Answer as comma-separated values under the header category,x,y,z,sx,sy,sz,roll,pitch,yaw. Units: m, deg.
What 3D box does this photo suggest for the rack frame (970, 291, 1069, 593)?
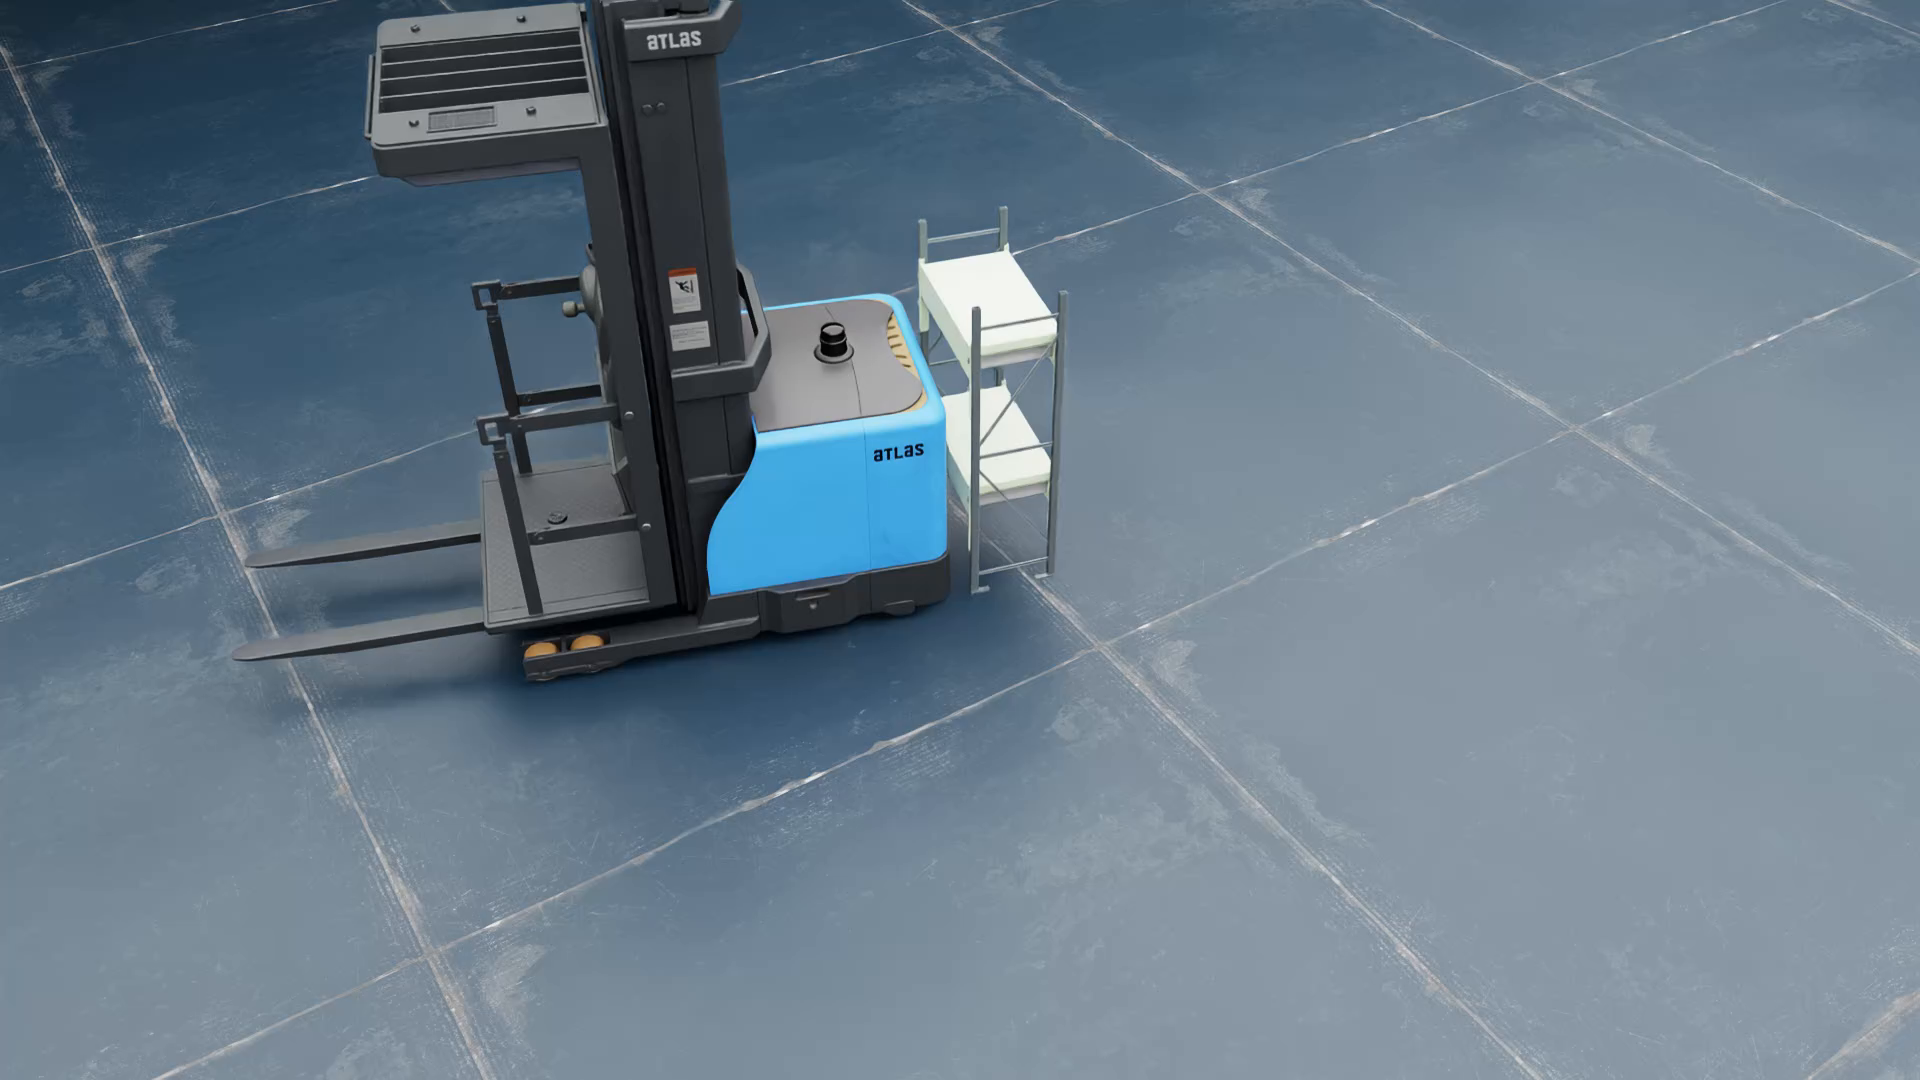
category,x,y,z,sx,sy,sz,roll,pitch,yaw
rack frame,0.240,-0.380,7.095,0.400,1.500,0.023,-11,41,-13

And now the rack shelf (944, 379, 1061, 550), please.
category,x,y,z,sx,sy,sz,roll,pitch,yaw
rack shelf,0.135,-0.354,7.573,0.431,0.370,0.720,-11,41,-13

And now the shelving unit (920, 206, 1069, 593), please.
category,x,y,z,sx,sy,sz,roll,pitch,yaw
shelving unit,0.135,-0.604,7.364,0.431,1.500,0.755,-11,41,-13

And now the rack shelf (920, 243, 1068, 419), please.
category,x,y,z,sx,sy,sz,roll,pitch,yaw
rack shelf,0.135,-0.904,7.114,0.431,0.370,0.720,-11,41,-13

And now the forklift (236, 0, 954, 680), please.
category,x,y,z,sx,sy,sz,roll,pitch,yaw
forklift,-1.602,-0.903,6.604,3.031,2.935,1.130,-9,41,-11

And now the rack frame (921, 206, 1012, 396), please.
category,x,y,z,sx,sy,sz,roll,pitch,yaw
rack frame,0.029,-0.829,7.633,0.400,1.500,0.023,-11,41,-13
